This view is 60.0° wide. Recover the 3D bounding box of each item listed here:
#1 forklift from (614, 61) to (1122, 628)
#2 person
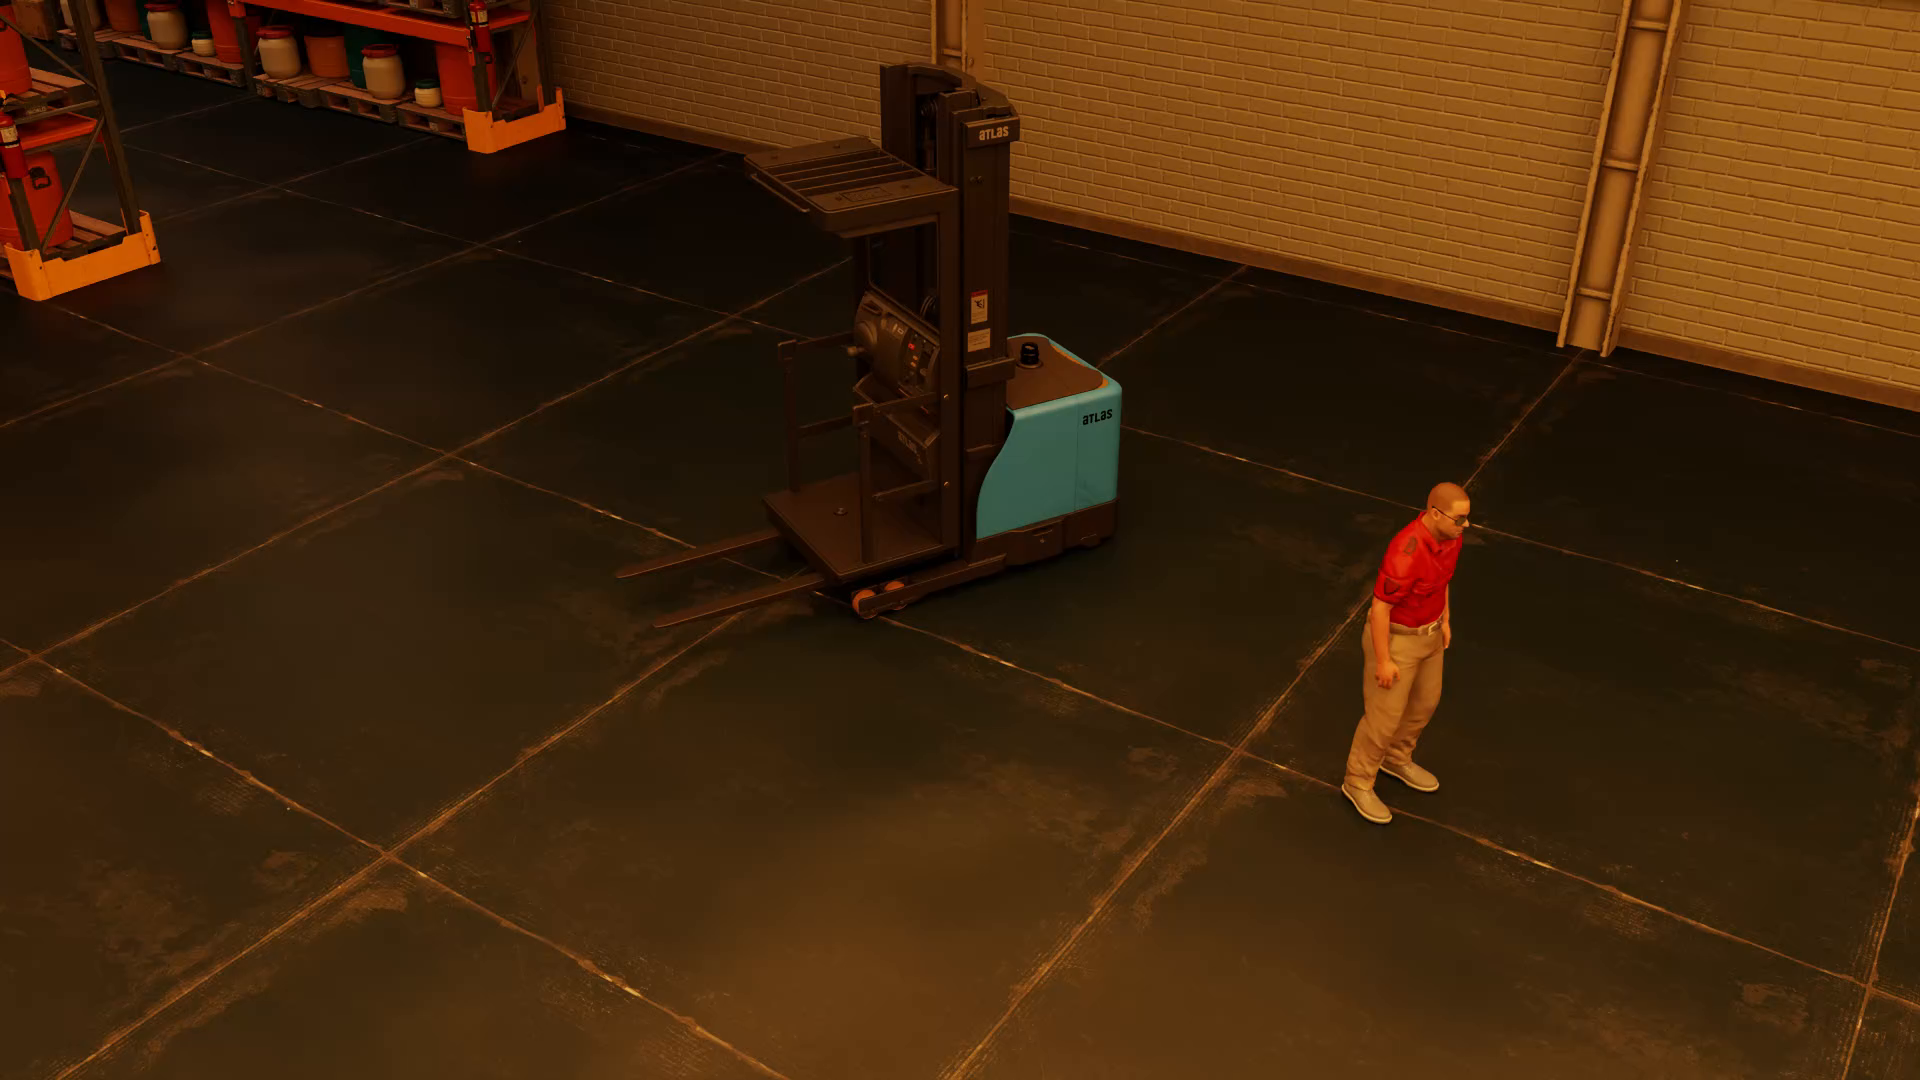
[{"bbox_3d":[-0.545,-1.111,9.495,3.031,2.935,1.130,-16,34,-25],"label":"forklift"},{"bbox_3d":[2.150,0.489,7.936,0.607,1.727,0.397,-25,38,-36],"label":"person"}]
